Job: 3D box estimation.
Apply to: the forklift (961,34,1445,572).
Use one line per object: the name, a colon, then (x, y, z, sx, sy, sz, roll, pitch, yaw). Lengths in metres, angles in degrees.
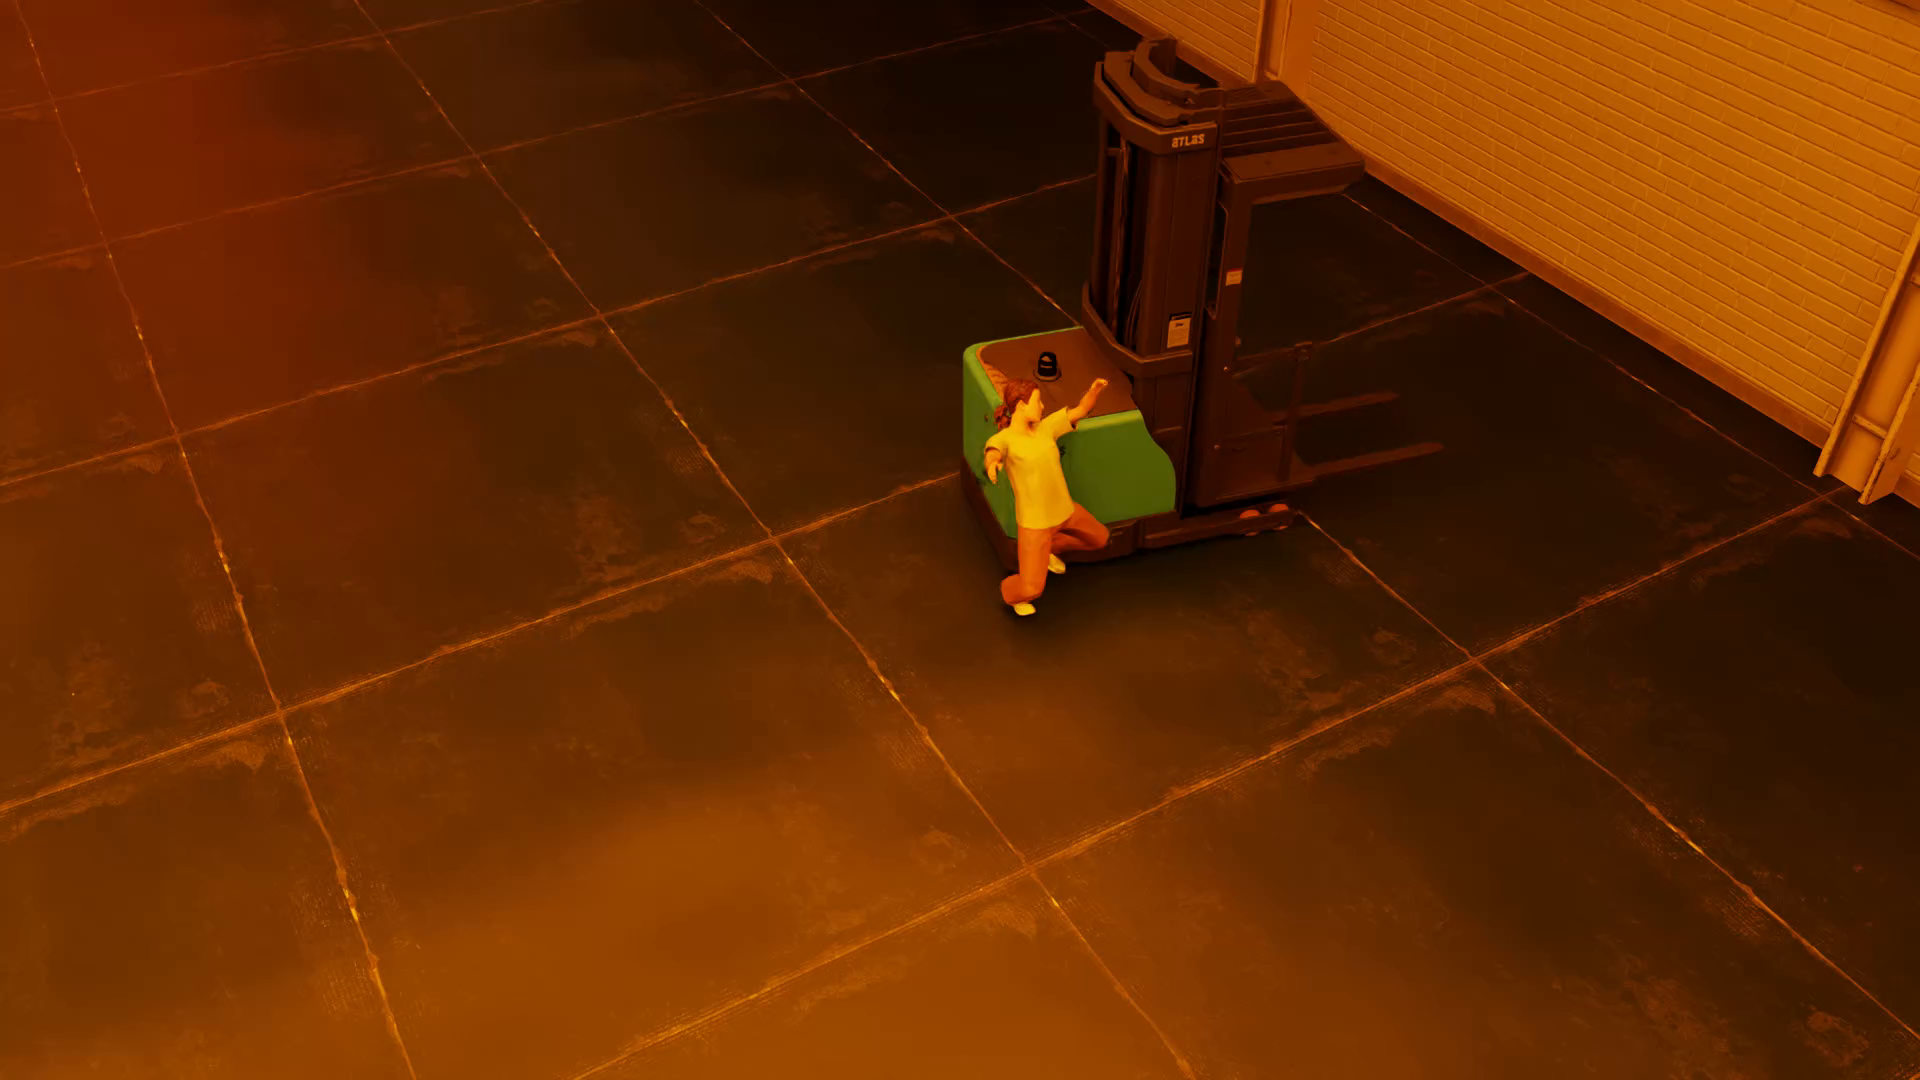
forklift: (1.579, -1.467, 9.804, 3.031, 2.935, 1.130, -11, 41, -13)

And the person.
person: (0.347, -0.223, 9.356, 0.946, 1.535, 0.653, -32, 49, -33)
